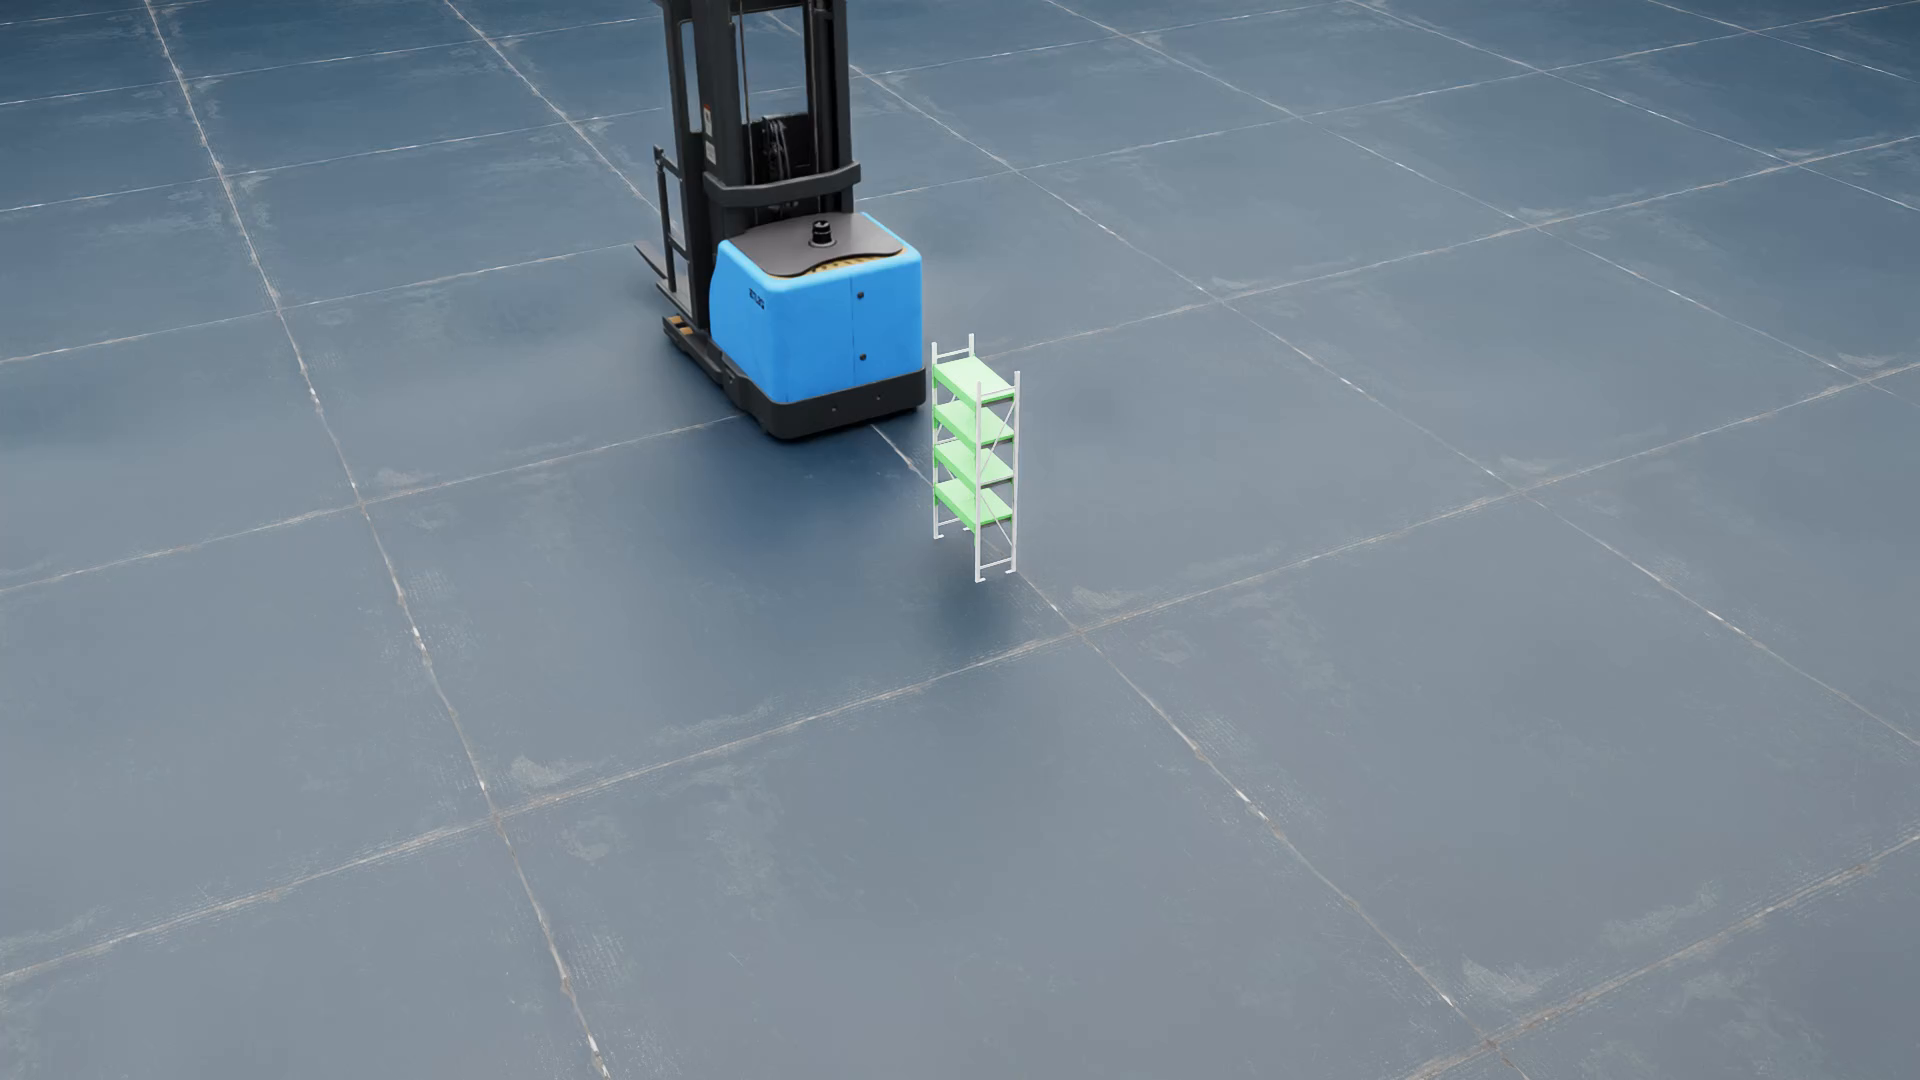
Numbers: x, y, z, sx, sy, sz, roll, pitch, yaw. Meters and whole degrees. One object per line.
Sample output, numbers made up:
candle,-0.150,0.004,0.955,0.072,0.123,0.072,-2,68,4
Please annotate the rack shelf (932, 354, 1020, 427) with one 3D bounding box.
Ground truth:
rack shelf,0.077,-0.777,8.579,0.258,0.148,0.480,-16,36,-23

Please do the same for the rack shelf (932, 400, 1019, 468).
rack shelf,0.077,-0.574,8.708,0.258,0.148,0.480,-16,36,-23

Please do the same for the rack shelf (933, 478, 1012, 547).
rack shelf,0.077,-0.170,8.967,0.258,0.148,0.480,-16,36,-23

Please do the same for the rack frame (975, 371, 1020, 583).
rack frame,0.191,-0.310,8.621,0.240,1.200,0.015,-16,36,-23

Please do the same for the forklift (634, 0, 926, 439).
forklift,-1.373,-2.615,10.615,1.130,2.935,3.031,-17,36,-24

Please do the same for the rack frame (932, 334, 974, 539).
rack frame,-0.037,-0.543,8.985,0.240,1.200,0.015,-16,36,-23

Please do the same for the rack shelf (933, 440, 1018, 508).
rack shelf,0.077,-0.372,8.837,0.258,0.148,0.480,-16,36,-23

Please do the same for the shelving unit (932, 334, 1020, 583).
shelving unit,0.077,-0.426,8.803,0.258,1.200,0.503,-16,36,-23
